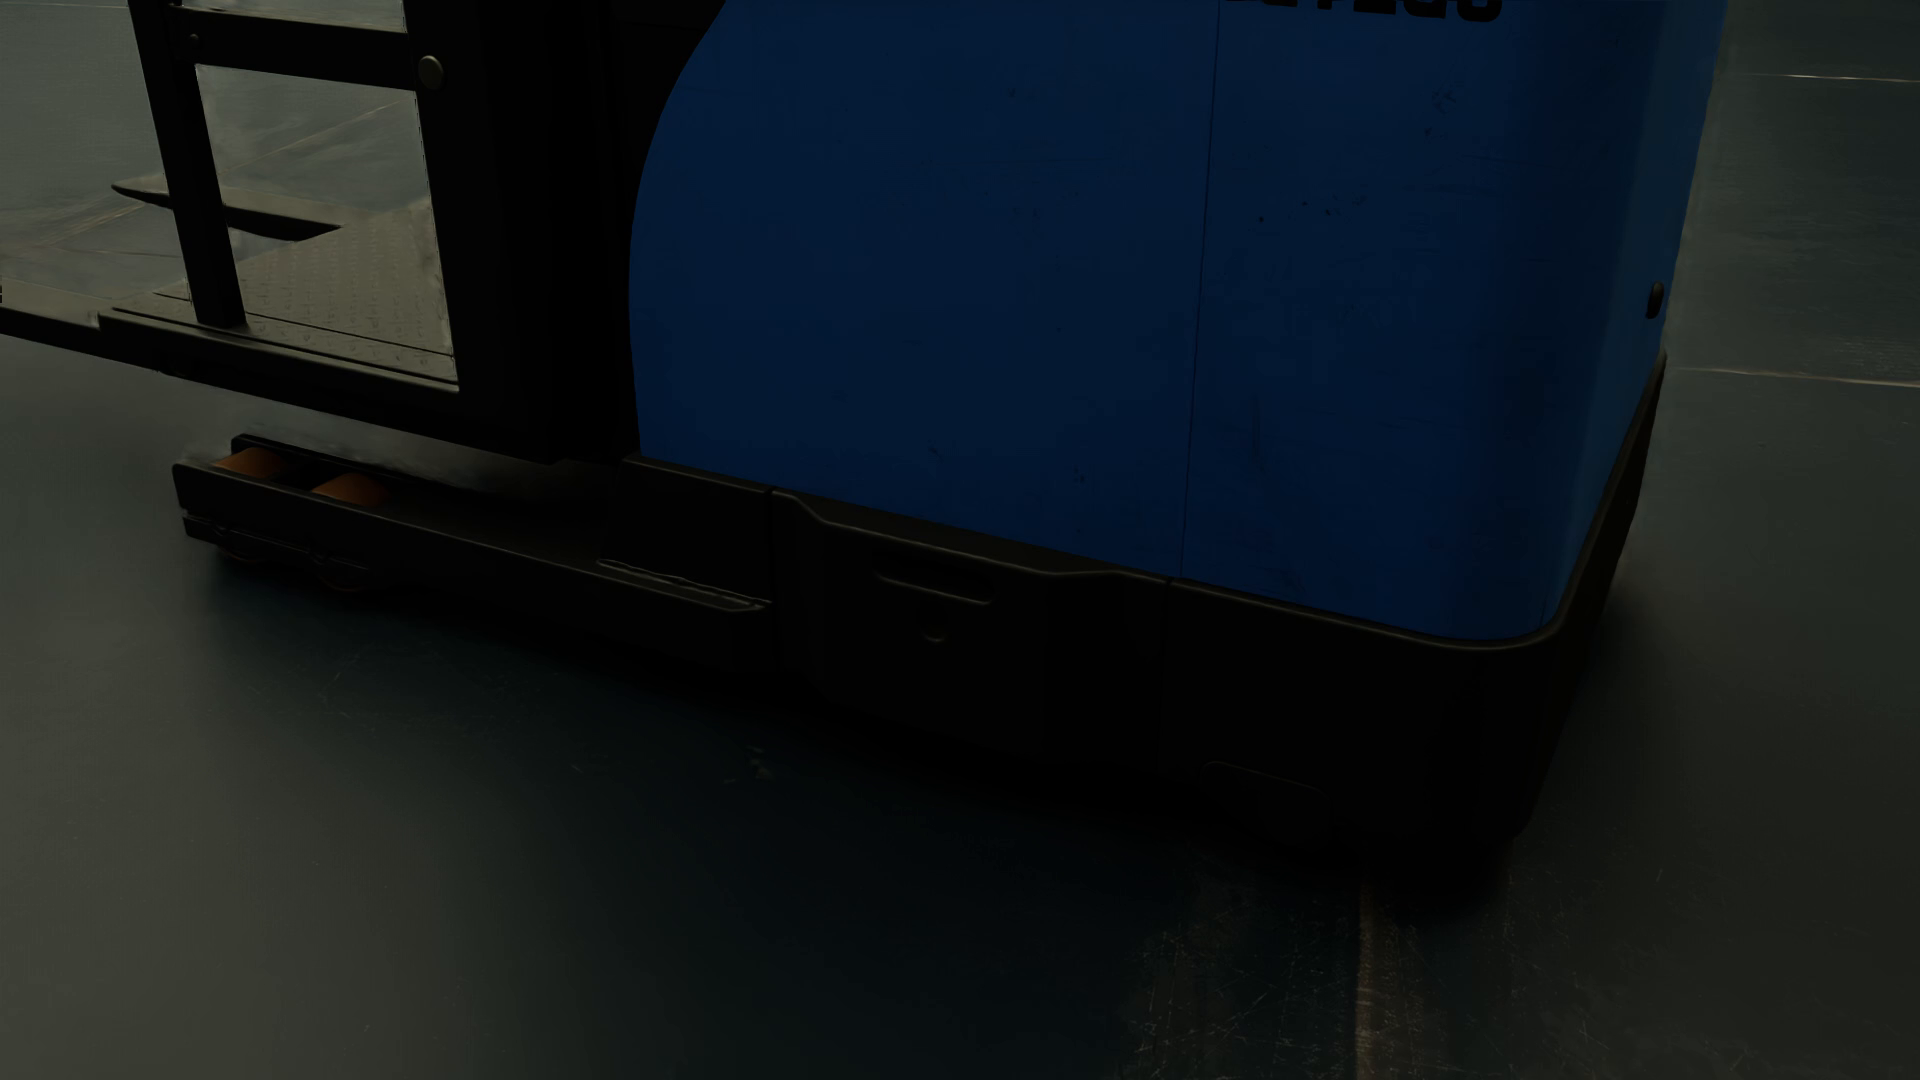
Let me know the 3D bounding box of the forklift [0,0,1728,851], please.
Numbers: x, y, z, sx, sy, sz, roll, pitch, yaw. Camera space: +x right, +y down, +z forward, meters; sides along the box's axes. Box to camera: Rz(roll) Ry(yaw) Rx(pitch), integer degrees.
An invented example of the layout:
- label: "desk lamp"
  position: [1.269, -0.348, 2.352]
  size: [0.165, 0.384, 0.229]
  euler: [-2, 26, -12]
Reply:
- label: "forklift"
  position: [-0.555, -1.430, 2.080]
  size: [3.031, 2.935, 1.130]
  euler: [13, 30, 24]
